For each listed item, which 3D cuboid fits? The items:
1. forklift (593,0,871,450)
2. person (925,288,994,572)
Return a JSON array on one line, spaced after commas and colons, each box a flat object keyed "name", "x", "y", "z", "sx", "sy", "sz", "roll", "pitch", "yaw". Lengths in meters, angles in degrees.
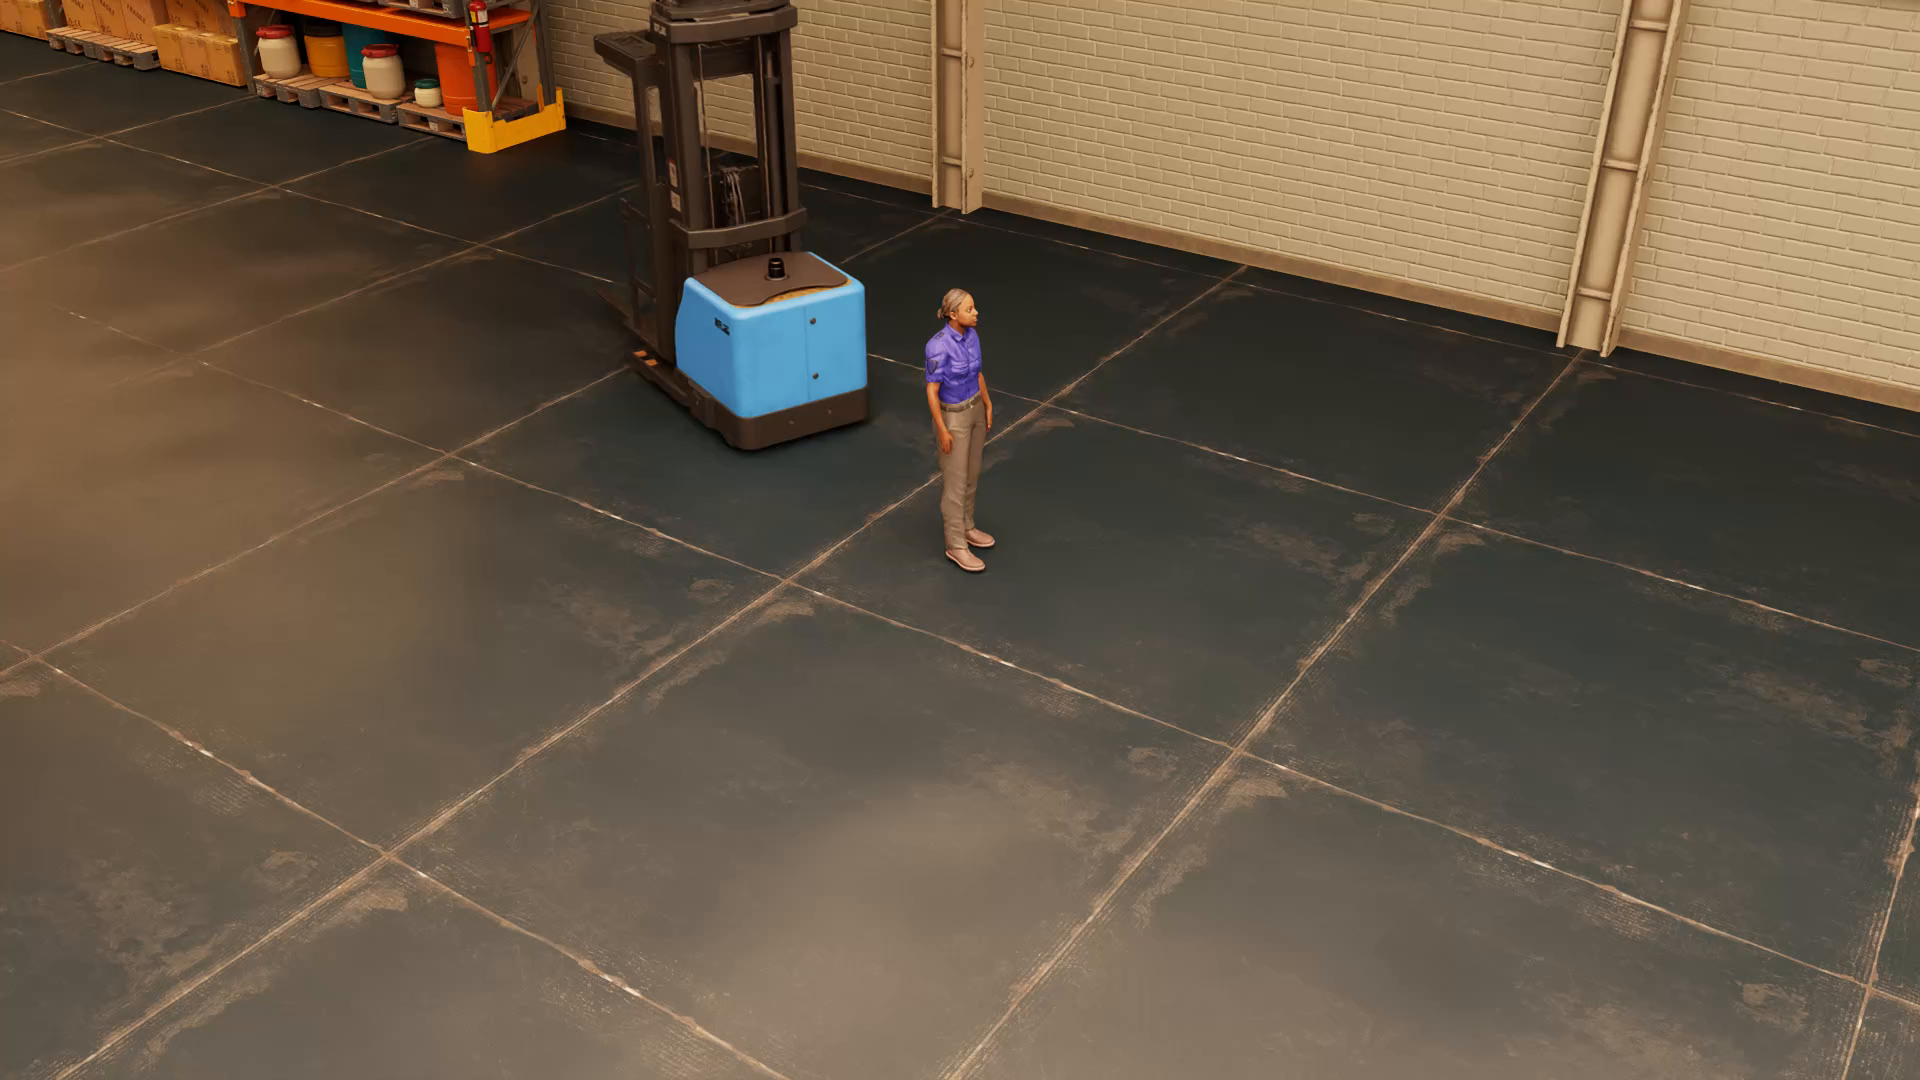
[{"name": "forklift", "x": -1.867, "y": -2.583, "z": 12.029, "sx": 1.130, "sy": 2.935, "sz": 3.031, "roll": -18, "pitch": 35, "yaw": -28}, {"name": "person", "x": 0.062, "y": -0.689, "z": 10.025, "sx": 0.503, "sy": 1.656, "sz": 0.570, "roll": 19, "pitch": 35, "yaw": 29}]
